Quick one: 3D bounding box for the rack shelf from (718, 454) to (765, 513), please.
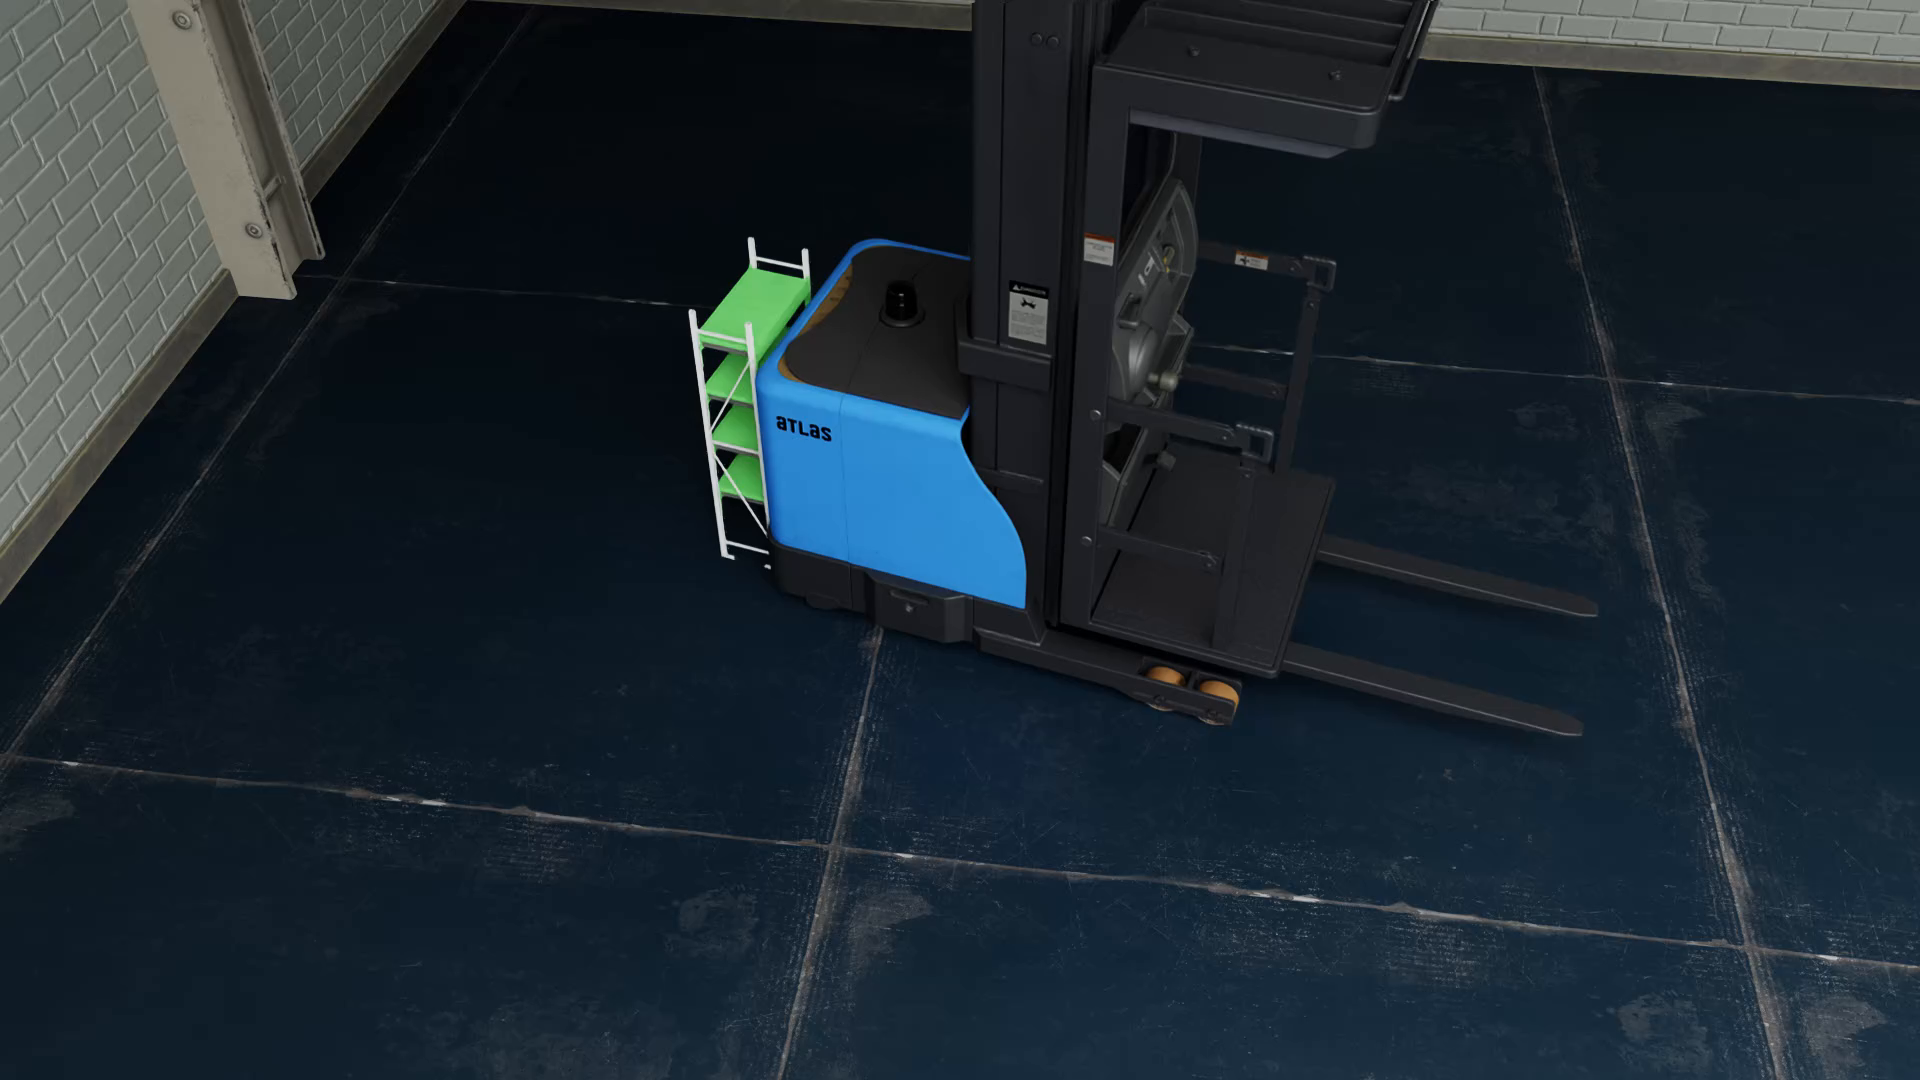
[{"bbox_3d":[-0.759,-0.283,6.618,0.258,0.148,0.480,14,45,14],"label":"rack shelf"}]

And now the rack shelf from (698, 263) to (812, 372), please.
[{"bbox_3d":[-0.759,-0.806,6.123,0.258,0.148,0.480,14,45,14],"label":"rack shelf"}]

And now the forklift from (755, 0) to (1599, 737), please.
[{"bbox_3d":[0.836,-0.808,5.471,3.031,2.935,1.130,14,45,15],"label":"forklift"}]

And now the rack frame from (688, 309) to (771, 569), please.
[{"bbox_3d":[-0.842,-0.346,6.243,0.240,1.200,0.015,14,45,14],"label":"rack frame"}]

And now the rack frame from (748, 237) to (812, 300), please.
[{"bbox_3d":[-0.676,-0.661,6.576,0.240,1.200,0.015,14,45,14],"label":"rack frame"}]

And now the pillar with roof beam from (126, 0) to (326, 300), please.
[{"bbox_3d":[0.944,-4.177,4.616,9.100,9.000,0.400,5,44,6],"label":"pillar with roof beam"}]

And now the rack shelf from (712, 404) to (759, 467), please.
[{"bbox_3d":[-0.759,-0.457,6.453,0.258,0.148,0.480,14,45,14],"label":"rack shelf"}]

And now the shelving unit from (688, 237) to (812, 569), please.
[{"bbox_3d":[-0.759,-0.504,6.409,0.258,1.200,0.503,14,45,14],"label":"shelving unit"}]

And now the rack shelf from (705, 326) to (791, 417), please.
[{"bbox_3d":[-0.759,-0.632,6.288,0.258,0.148,0.480,14,45,14],"label":"rack shelf"}]
